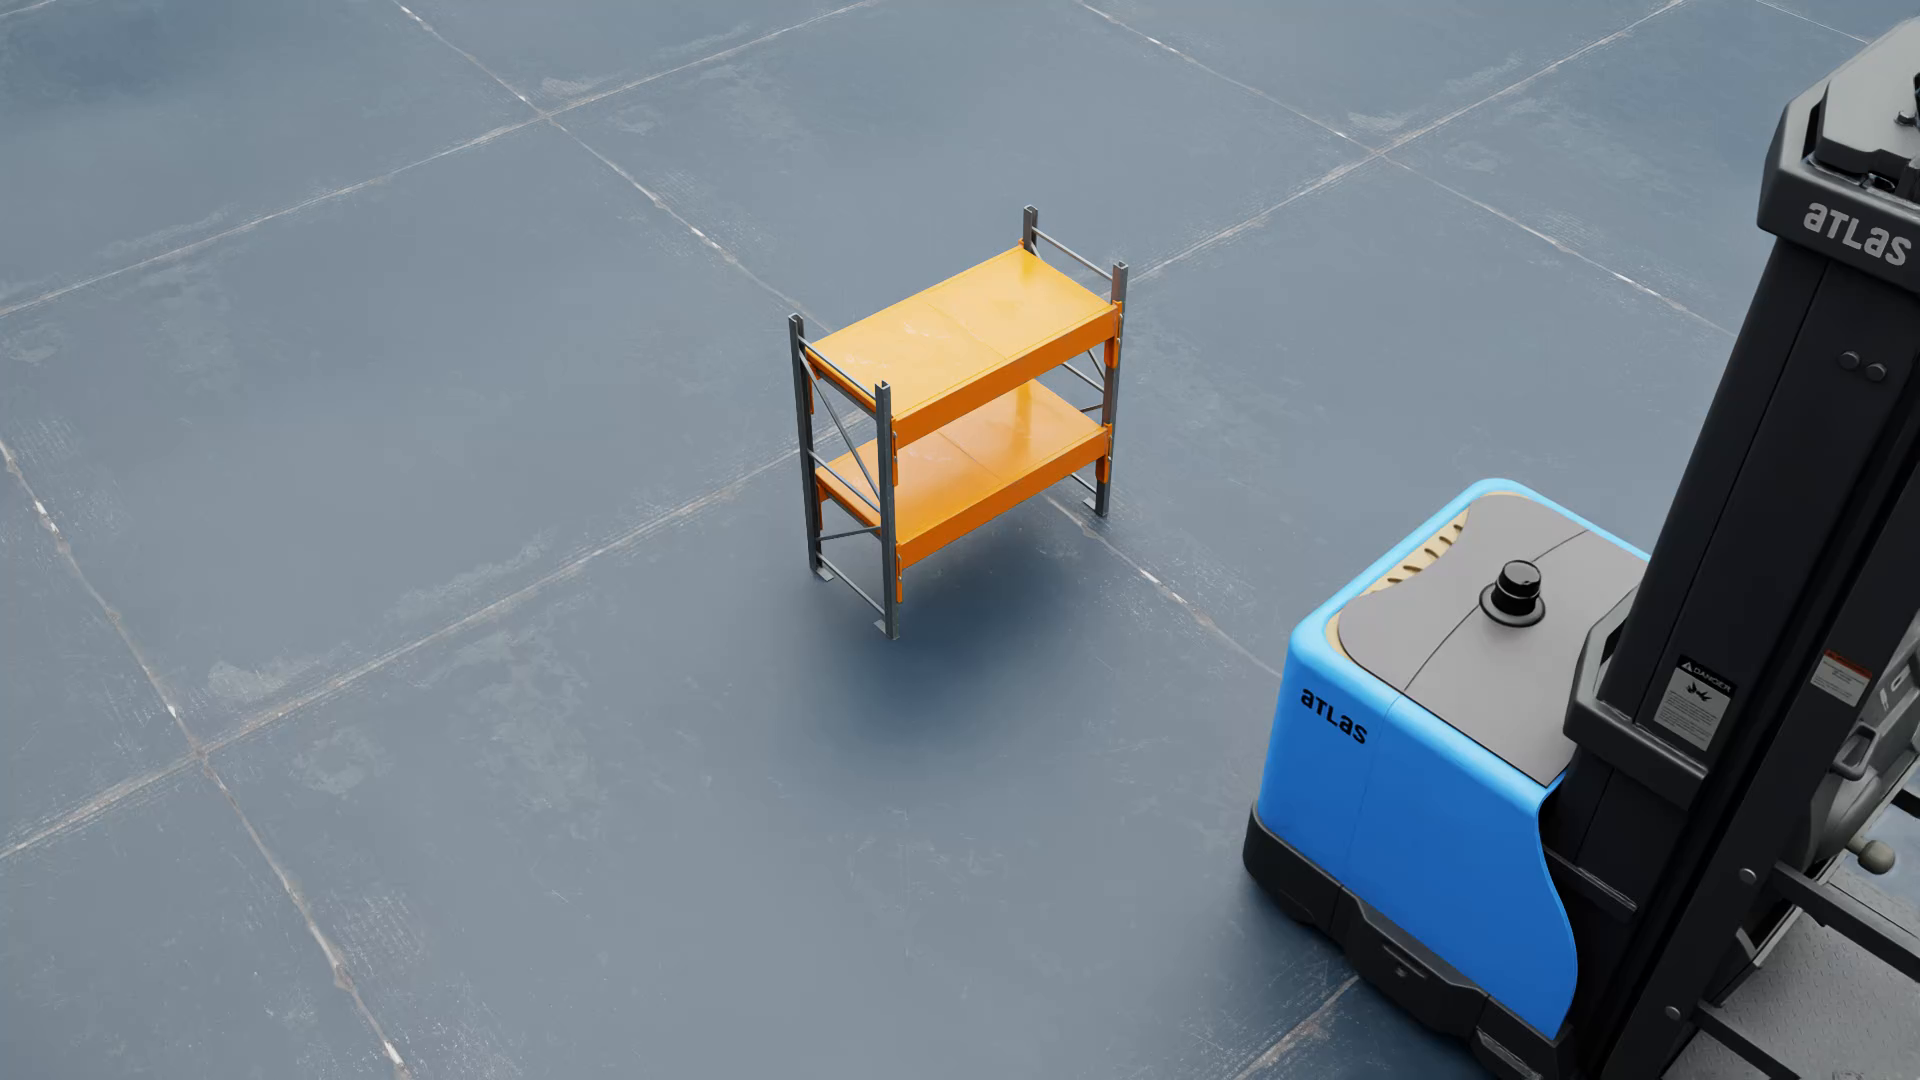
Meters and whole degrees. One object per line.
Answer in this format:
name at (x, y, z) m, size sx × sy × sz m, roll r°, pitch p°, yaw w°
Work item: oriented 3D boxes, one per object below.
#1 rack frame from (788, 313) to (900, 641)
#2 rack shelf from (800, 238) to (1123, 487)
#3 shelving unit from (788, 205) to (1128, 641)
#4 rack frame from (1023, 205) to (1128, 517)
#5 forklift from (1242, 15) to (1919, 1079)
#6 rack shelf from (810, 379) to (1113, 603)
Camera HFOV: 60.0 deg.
rack frame at (-0.385, -0.190, 5.630) m, size 0.032 × 1.125 × 0.500 m, roll -30°, pitch 51°, yaw -28°
rack shelf at (0.005, -0.626, 5.668) m, size 1.000 × 0.278 × 0.538 m, roll -30°, pitch 51°, yaw -28°
shelving unit at (0.005, -0.413, 5.868) m, size 1.048 × 1.125 × 0.538 m, roll -30°, pitch 51°, yaw -28°
rack frame at (0.395, -0.636, 6.106) m, size 0.032 × 1.125 × 0.500 m, roll -30°, pitch 51°, yaw -28°
forklift at (2.247, 0.464, 3.615) m, size 1.130 × 2.935 × 3.031 m, roll -33°, pitch 52°, yaw -30°
rack shelf at (0.005, -0.235, 6.035) m, size 1.000 × 0.278 × 0.538 m, roll -30°, pitch 51°, yaw -28°
